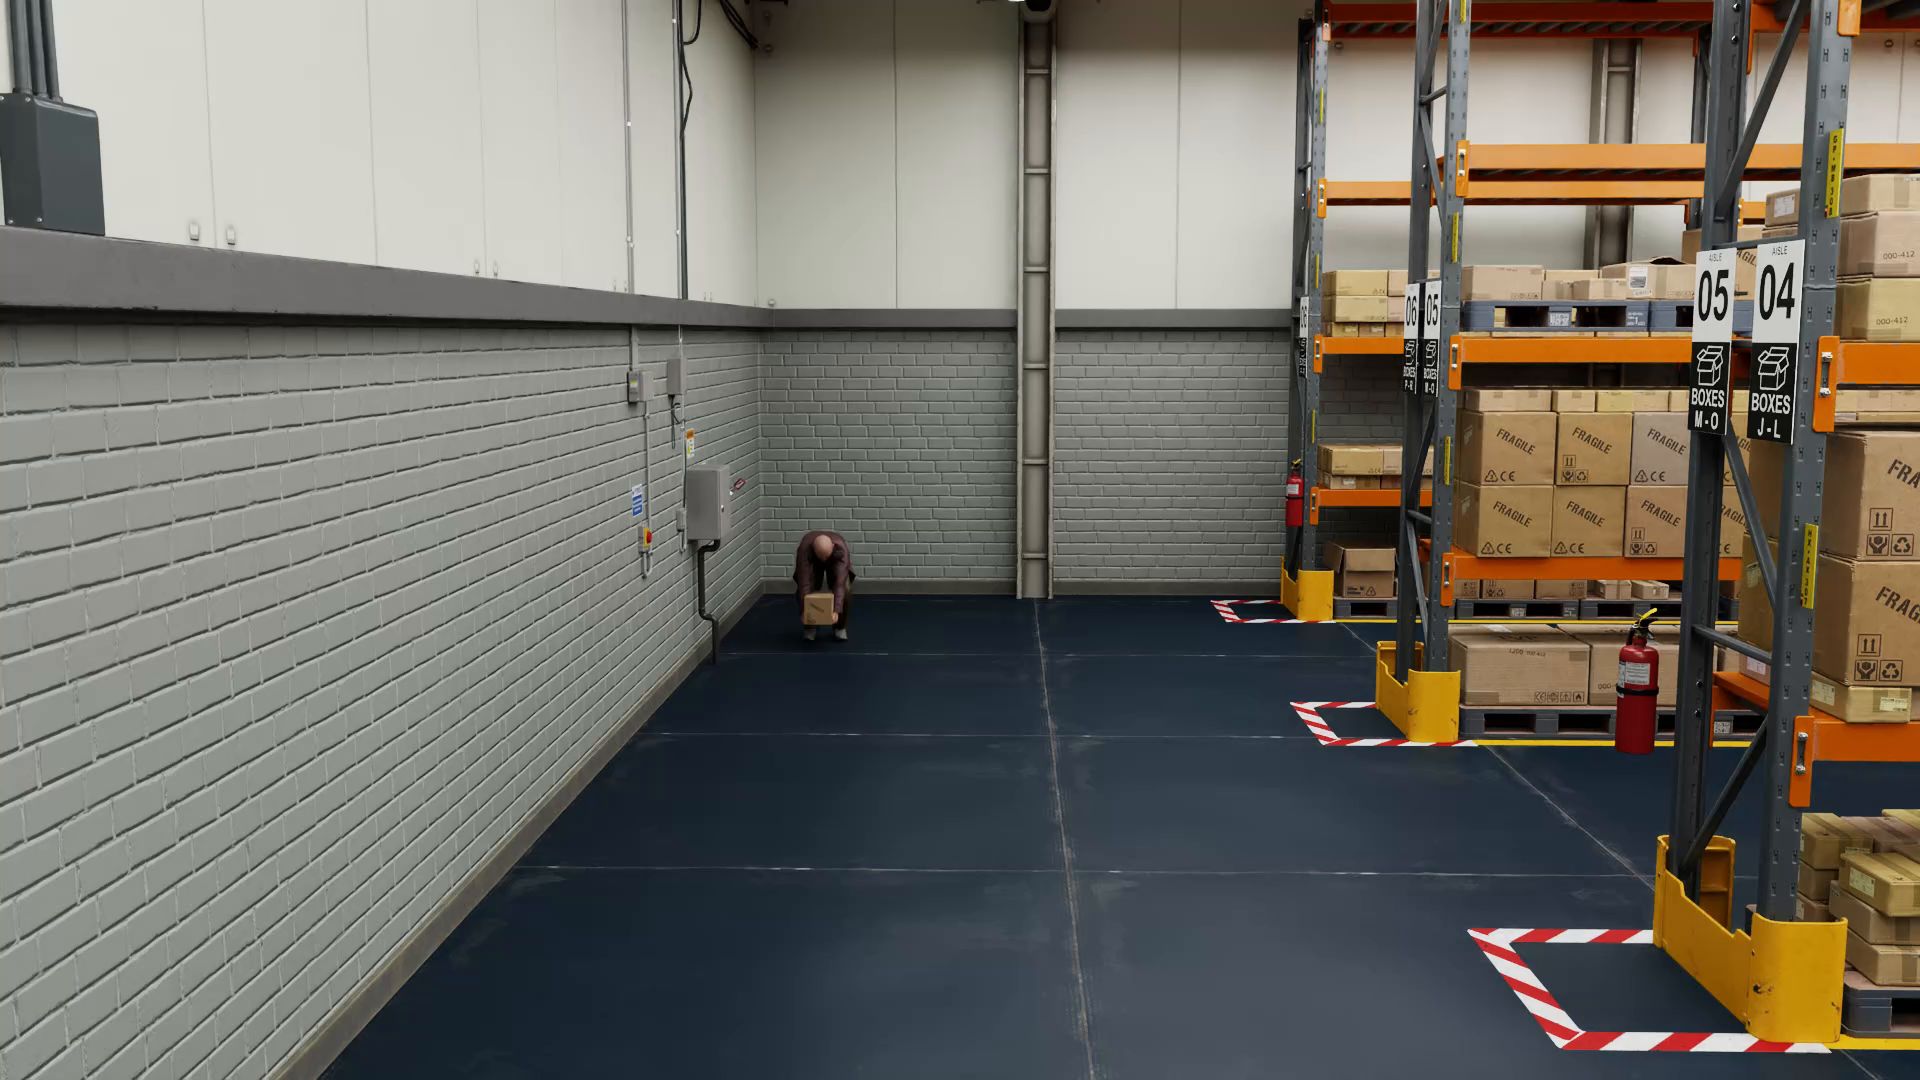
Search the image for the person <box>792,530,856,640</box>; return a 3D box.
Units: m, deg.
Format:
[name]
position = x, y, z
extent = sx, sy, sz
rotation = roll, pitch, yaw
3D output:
[person]
position = -1.261, 0.430, 15.355
extent = 0.593, 1.039, 0.943
rotation = 0, 7, -2
